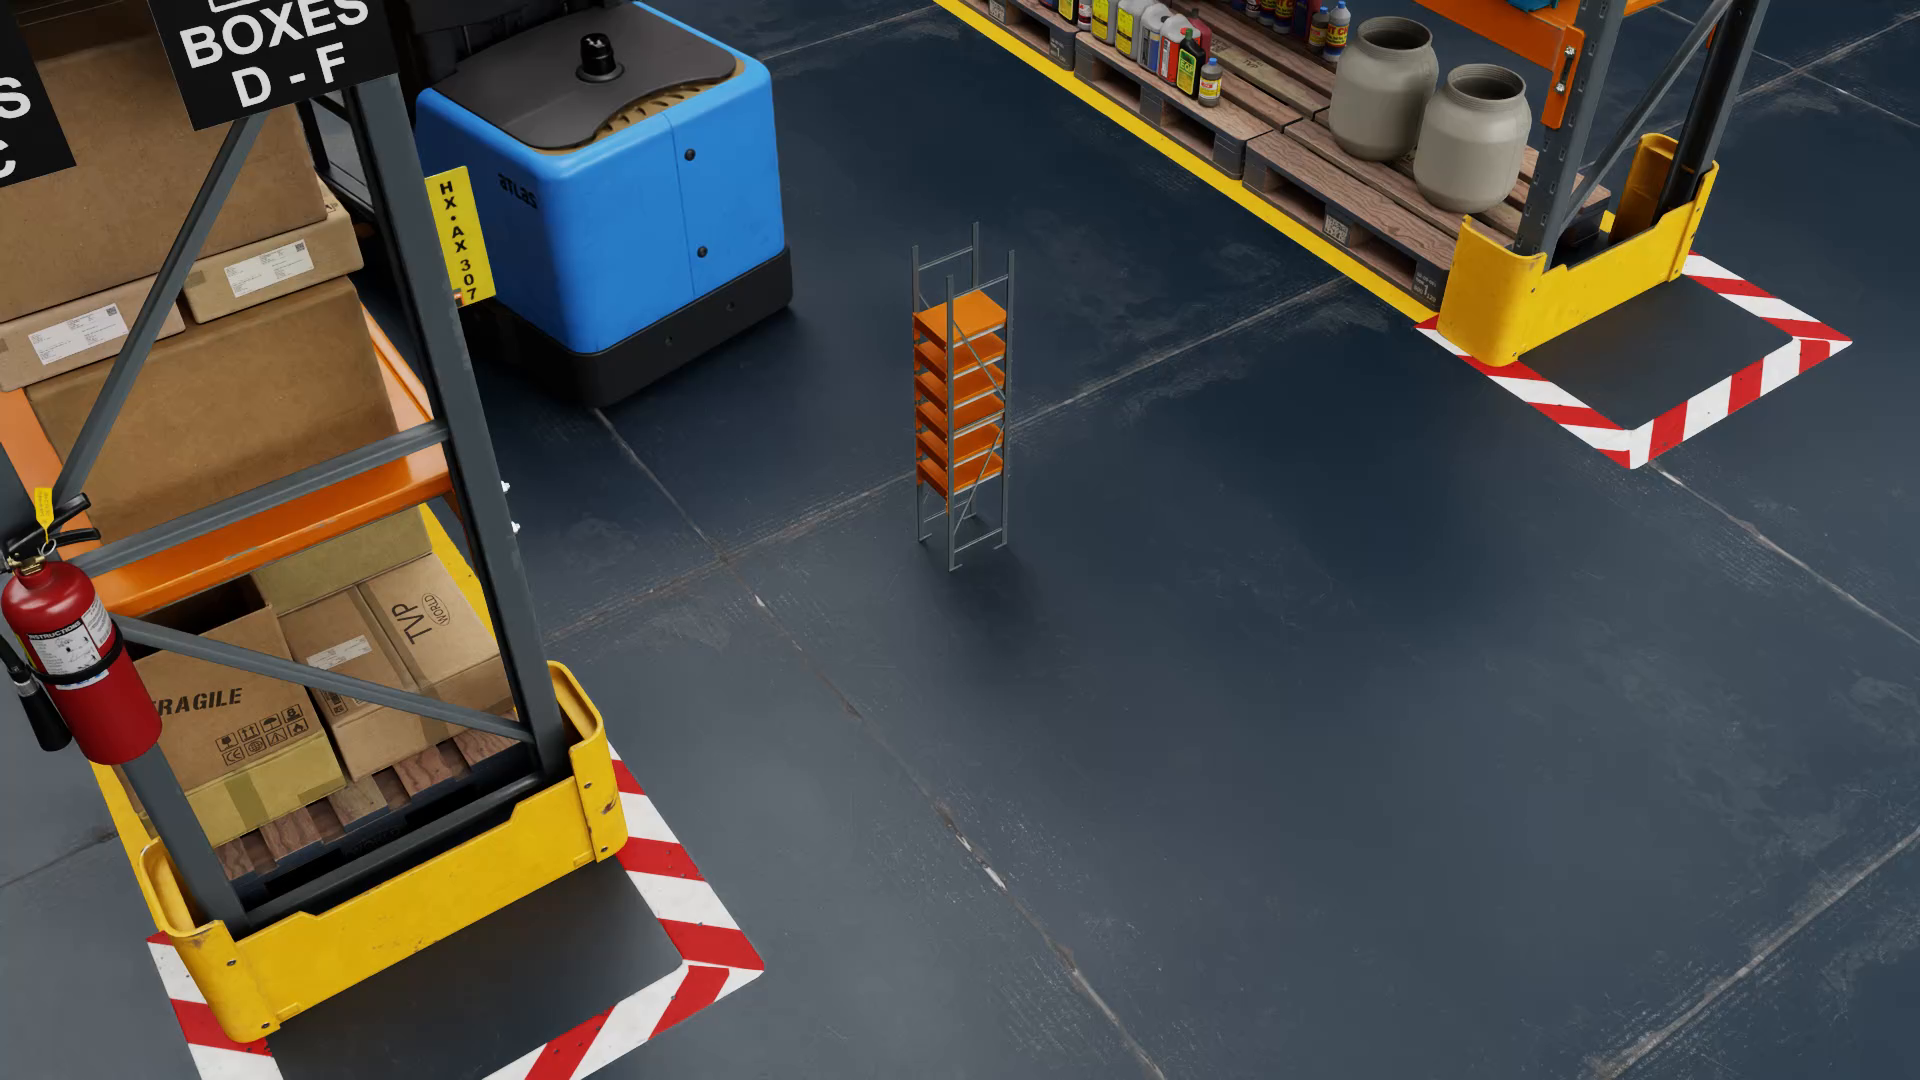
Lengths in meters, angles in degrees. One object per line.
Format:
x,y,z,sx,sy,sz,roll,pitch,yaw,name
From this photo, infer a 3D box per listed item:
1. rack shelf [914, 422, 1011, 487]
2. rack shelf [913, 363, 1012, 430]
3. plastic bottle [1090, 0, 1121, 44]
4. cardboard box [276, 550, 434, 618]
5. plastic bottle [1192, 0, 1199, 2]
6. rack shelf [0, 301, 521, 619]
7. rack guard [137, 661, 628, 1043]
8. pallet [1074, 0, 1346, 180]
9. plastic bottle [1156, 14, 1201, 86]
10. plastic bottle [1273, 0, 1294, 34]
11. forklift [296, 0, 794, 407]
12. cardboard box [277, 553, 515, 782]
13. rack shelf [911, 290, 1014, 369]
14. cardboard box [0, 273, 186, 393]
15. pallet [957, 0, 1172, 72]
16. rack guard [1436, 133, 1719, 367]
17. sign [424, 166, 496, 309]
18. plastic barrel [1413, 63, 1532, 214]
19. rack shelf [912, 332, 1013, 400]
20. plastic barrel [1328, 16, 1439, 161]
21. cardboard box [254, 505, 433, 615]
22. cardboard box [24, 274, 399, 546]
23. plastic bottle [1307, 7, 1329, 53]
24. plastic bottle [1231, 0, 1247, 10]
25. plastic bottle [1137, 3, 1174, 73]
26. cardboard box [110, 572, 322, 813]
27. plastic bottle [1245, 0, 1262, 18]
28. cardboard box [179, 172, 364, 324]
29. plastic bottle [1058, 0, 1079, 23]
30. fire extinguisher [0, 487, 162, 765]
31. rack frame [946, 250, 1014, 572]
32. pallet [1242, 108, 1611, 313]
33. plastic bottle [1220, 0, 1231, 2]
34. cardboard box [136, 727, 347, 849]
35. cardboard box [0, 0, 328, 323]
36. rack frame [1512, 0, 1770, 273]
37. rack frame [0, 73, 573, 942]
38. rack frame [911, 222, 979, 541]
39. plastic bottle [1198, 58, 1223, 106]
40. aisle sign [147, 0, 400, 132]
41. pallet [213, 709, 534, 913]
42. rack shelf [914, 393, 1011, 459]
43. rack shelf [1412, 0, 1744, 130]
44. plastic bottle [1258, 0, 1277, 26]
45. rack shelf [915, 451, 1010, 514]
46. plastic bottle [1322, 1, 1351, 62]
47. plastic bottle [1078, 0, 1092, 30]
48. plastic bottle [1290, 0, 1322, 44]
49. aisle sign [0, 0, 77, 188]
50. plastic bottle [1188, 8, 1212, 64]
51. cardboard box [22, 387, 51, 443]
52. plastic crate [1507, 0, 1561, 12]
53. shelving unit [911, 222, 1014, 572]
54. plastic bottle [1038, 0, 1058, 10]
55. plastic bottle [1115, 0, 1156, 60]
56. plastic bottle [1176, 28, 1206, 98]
0.008,-0.307,5.441,0.258,0.103,0.180,-26,49,-24,rack shelf
0.008,-0.480,5.275,0.258,0.103,0.180,-26,49,-24,rack shelf
0.716,-2.540,7.838,0.144,0.351,0.185,-26,49,-25,plastic bottle
-1.946,0.082,5.179,0.500,0.250,0.500,-26,49,-24,cardboard box
1.146,-2.806,8.166,0.061,0.283,0.133,-26,49,-24,plastic bottle
-2.677,-0.960,5.105,1.077,0.370,4.000,-26,49,-24,rack shelf
-1.519,0.830,4.519,1.175,0.500,0.348,-26,49,-24,rack guard
1.296,-2.211,7.913,1.003,0.211,1.213,-26,49,-24,pallet
1.000,-2.237,7.575,0.152,0.276,0.135,-25,49,-24,plastic bottle
1.555,-2.559,7.915,0.097,0.271,0.097,0,44,0,plastic bottle
-2.083,-2.451,6.195,3.031,2.935,1.130,33,53,30,forklift
-1.657,0.363,4.884,0.500,0.250,0.500,-26,49,-24,cardboard box
0.008,-0.654,5.109,0.258,0.103,0.180,-26,49,-24,rack shelf
-1.908,-0.500,3.559,0.380,0.149,0.250,-27,50,-25,cardboard box
0.594,-2.902,8.637,1.003,0.211,1.213,-26,49,-24,pallet
2.450,-1.163,6.606,1.175,0.500,0.348,-26,49,-24,rack guard
-1.074,-0.645,3.570,0.100,0.325,0.005,-26,49,-24,sign
2.093,-1.637,6.790,0.421,0.512,0.421,0,44,0,plastic barrel
0.008,-0.567,5.192,0.258,0.103,0.180,-26,49,-24,rack shelf
1.806,-1.921,7.087,0.421,0.512,0.421,0,44,0,plastic barrel
-1.945,-0.190,4.921,0.500,0.500,0.500,-26,49,-24,cardboard box
-1.789,-0.393,3.917,0.700,0.500,0.500,-26,49,-24,cardboard box
1.691,-2.398,7.797,0.097,0.201,0.097,0,44,0,plastic bottle
1.381,-2.730,8.095,0.097,0.271,0.097,0,44,0,plastic bottle
0.921,-2.315,7.657,0.152,0.276,0.135,-27,50,-25,plastic bottle
-2.084,0.297,4.410,0.500,0.500,0.500,-26,49,-24,cardboard box
1.441,-2.646,8.058,0.097,0.201,0.097,0,44,0,plastic bottle
-1.581,-0.666,3.733,0.380,0.149,0.250,-26,49,-25,cardboard box
0.534,-2.646,7.998,0.061,0.283,0.133,-24,48,-23,plastic bottle
-1.846,0.191,3.434,0.296,0.674,0.183,-26,49,-24,fire extinguisher
0.061,-0.374,5.273,0.240,1.200,0.006,-26,49,-24,rack frame
1.990,-1.520,7.190,1.003,0.211,1.213,-26,49,-24,pallet
1.323,-2.763,8.179,0.097,0.201,0.097,0,44,0,plastic bottle
-2.082,0.568,4.670,0.500,0.250,0.500,-26,49,-24,cardboard box
-1.820,-0.893,3.501,0.700,0.500,0.500,-26,49,-24,cardboard box
2.532,-2.042,5.717,1.000,3.000,0.127,-26,49,-24,rack frame
-1.533,-0.088,3.670,1.000,3.000,0.127,-26,49,-24,rack frame
-0.044,-0.478,5.381,0.240,1.200,0.006,-26,49,-24,rack frame
1.122,-2.056,7.440,0.097,0.201,0.097,0,44,0,plastic bottle
-1.244,-1.112,2.860,0.394,0.787,0.004,-26,49,-24,aisle sign
-2.005,0.504,5.069,1.003,0.211,1.213,-26,49,-24,pallet
0.008,-0.394,5.358,0.258,0.103,0.180,-26,49,-24,rack shelf
1.388,-2.915,7.152,1.077,0.370,4.000,-26,49,-24,rack shelf
1.497,-2.615,7.975,0.097,0.271,0.097,0,44,0,plastic bottle
0.008,-0.220,5.524,0.258,0.103,0.180,-26,49,-24,rack shelf
1.751,-2.365,7.712,0.097,0.271,0.097,0,44,0,plastic bottle
0.616,-2.557,7.964,0.097,0.201,0.097,0,44,0,plastic bottle
1.636,-2.504,7.850,0.061,0.283,0.133,-25,49,-24,plastic bottle
-1.736,-0.875,2.611,0.394,0.787,0.004,-26,49,-24,aisle sign
1.087,-2.282,7.617,0.061,0.283,0.133,-26,49,-24,plastic bottle
-2.094,-0.689,4.227,0.700,0.500,0.500,-24,49,-23,cardboard box
2.000,-2.154,5.942,0.499,0.251,0.616,-26,49,-24,plastic crate
0.008,-0.426,5.327,0.258,1.200,0.189,-26,49,-24,shelving unit
0.473,-2.781,8.090,0.144,0.351,0.185,-28,50,-26,plastic bottle
0.823,-2.435,7.728,0.144,0.351,0.185,-24,49,-23,plastic bottle
1.040,-2.145,7.473,0.061,0.283,0.133,-25,49,-24,plastic bottle
